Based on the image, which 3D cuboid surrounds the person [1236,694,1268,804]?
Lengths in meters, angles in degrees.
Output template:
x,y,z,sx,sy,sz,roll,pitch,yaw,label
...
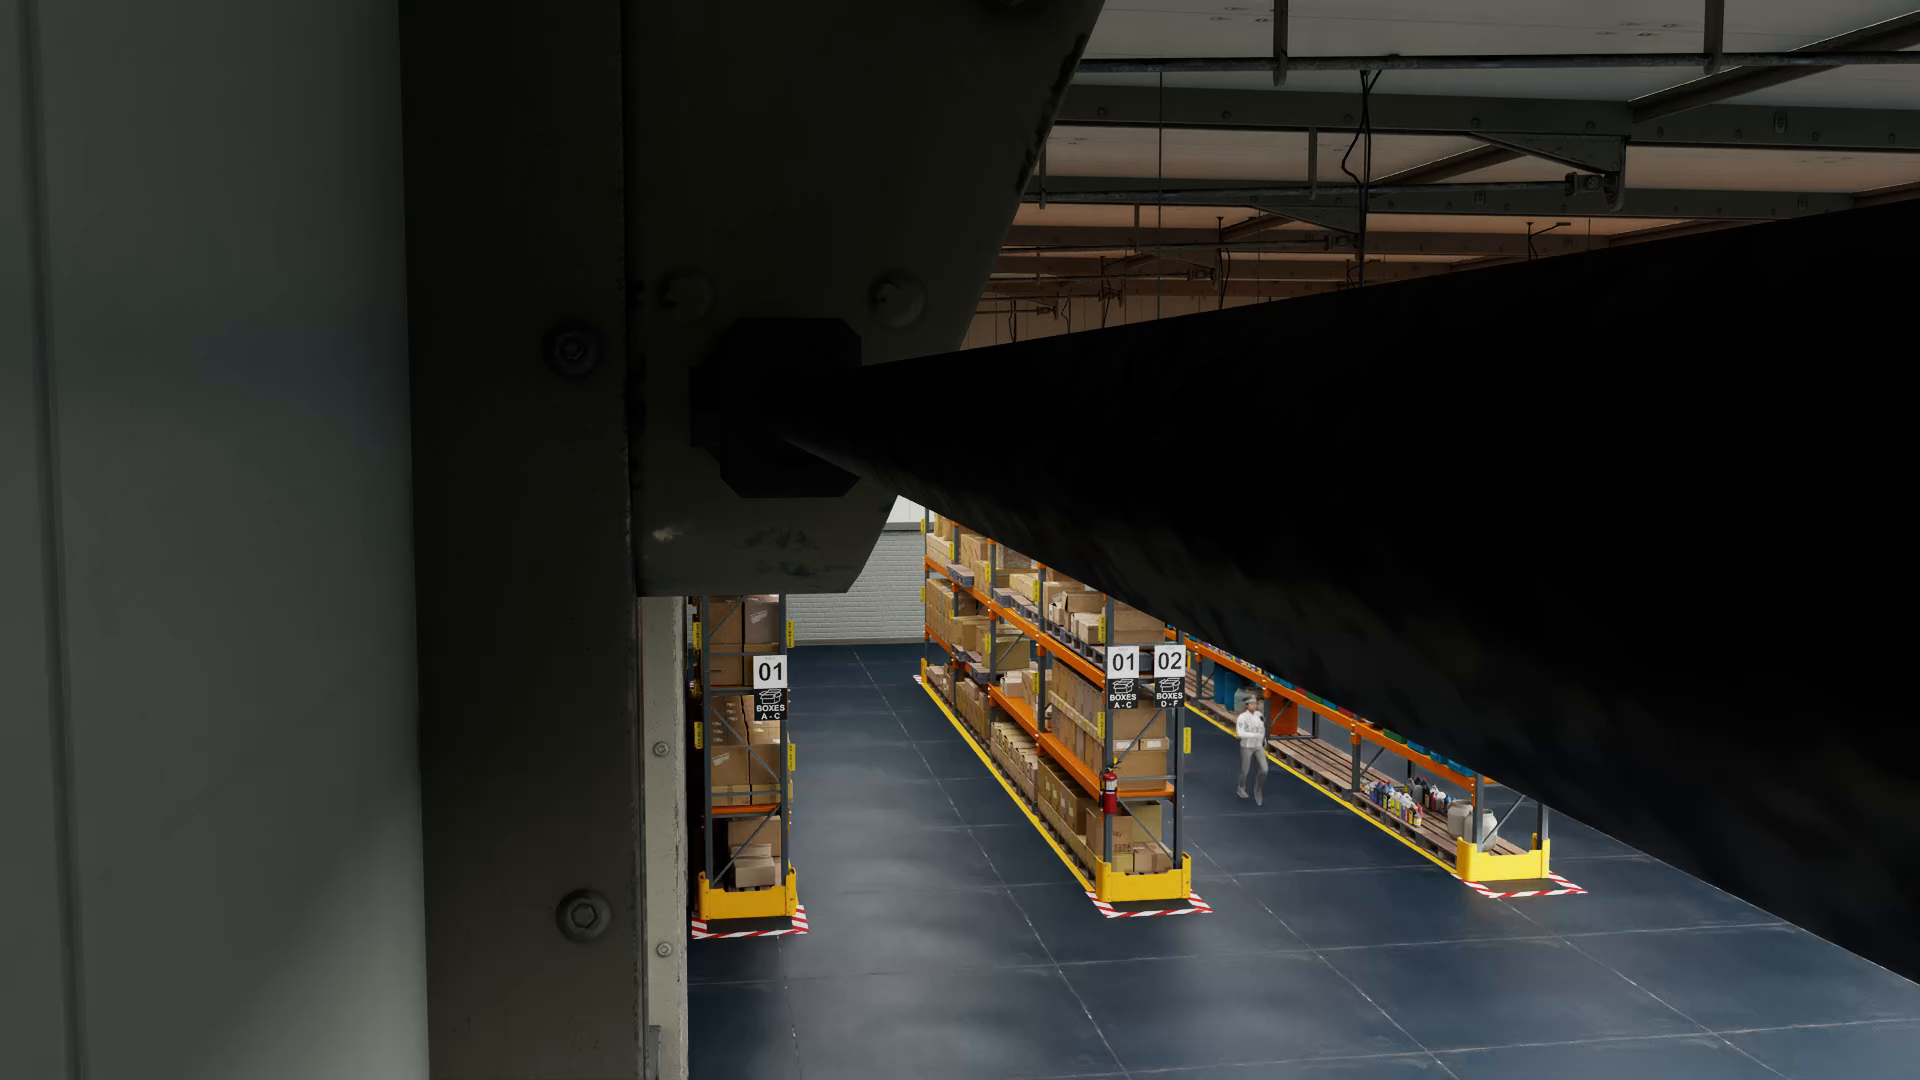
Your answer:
x,y,z,sx,sy,sz,roll,pitch,yaw,label
4.528,3.229,25.709,0.579,1.718,0.695,-2,5,-17,person
